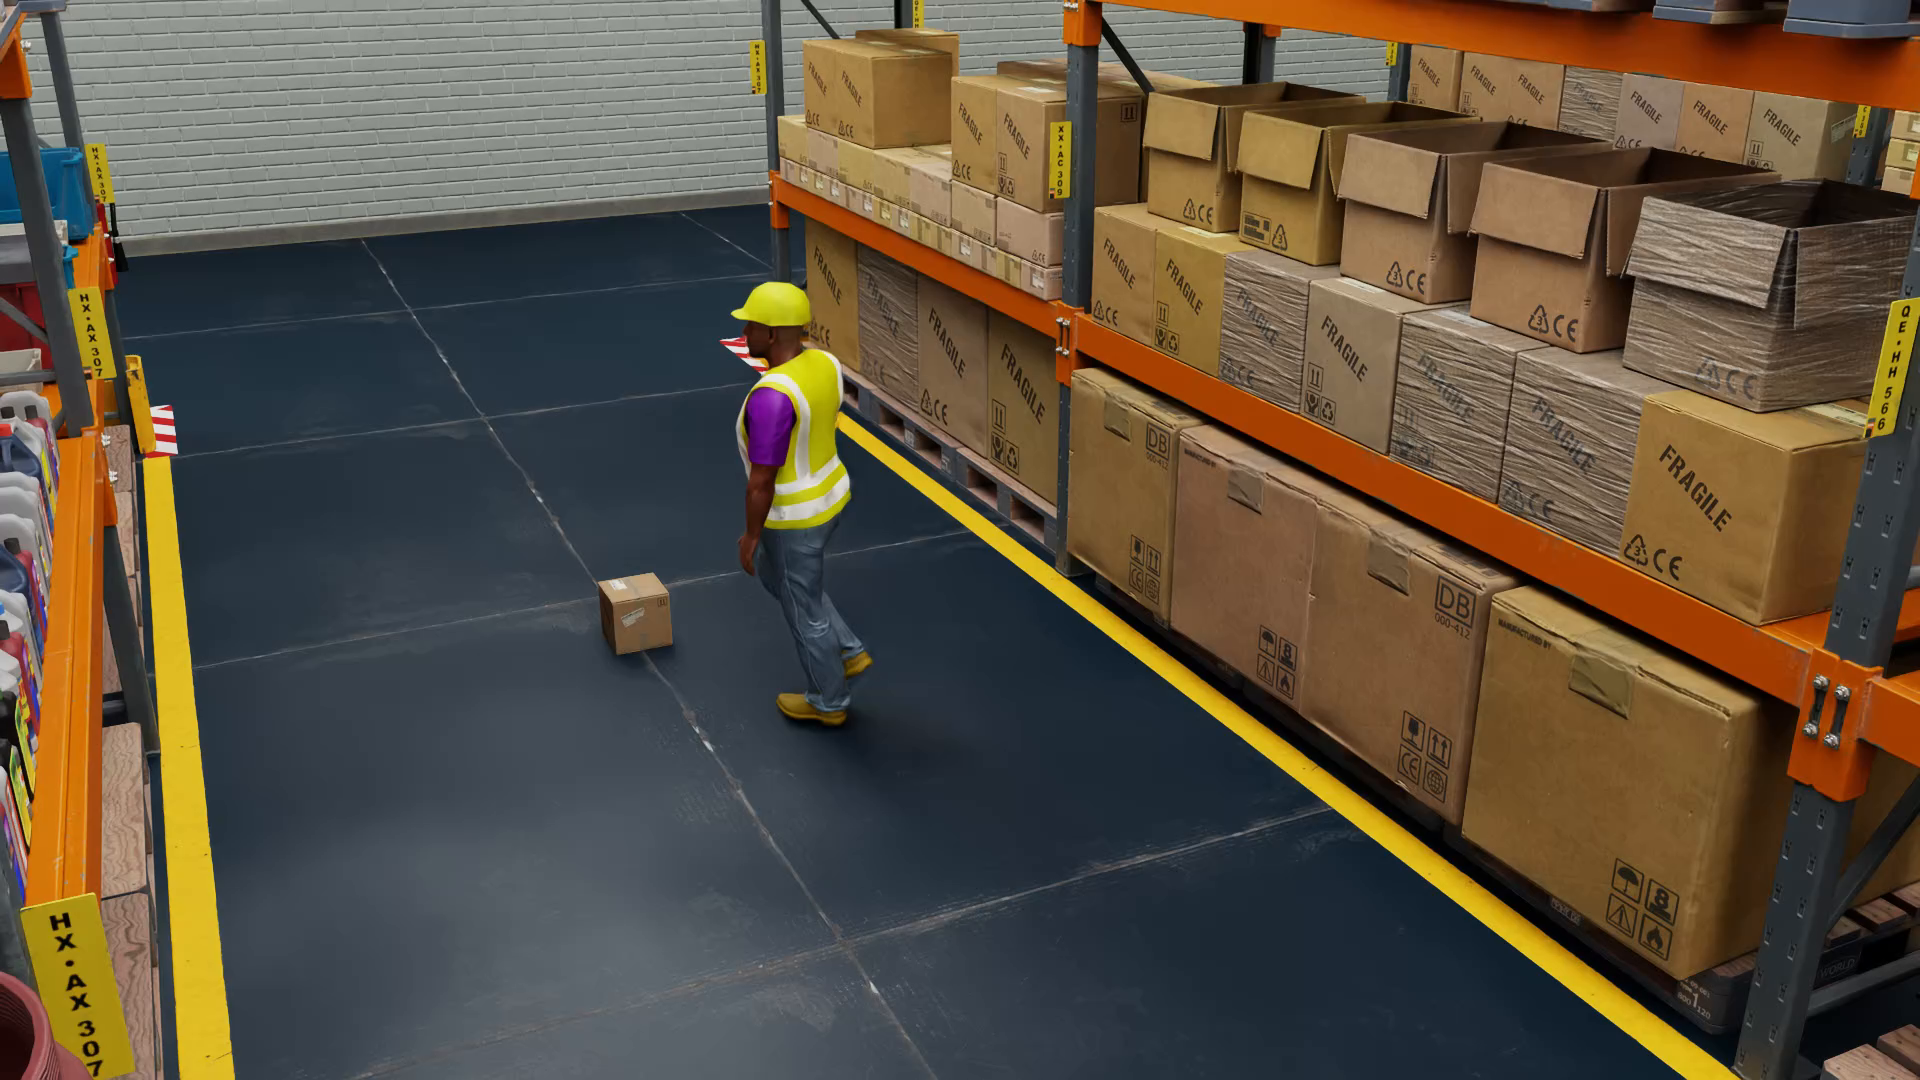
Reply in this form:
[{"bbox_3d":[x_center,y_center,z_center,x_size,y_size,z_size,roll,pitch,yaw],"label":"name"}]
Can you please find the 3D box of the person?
[{"bbox_3d":[-0.605,-0.112,6.286,0.478,1.762,0.667,7,23,18],"label":"person"}]
